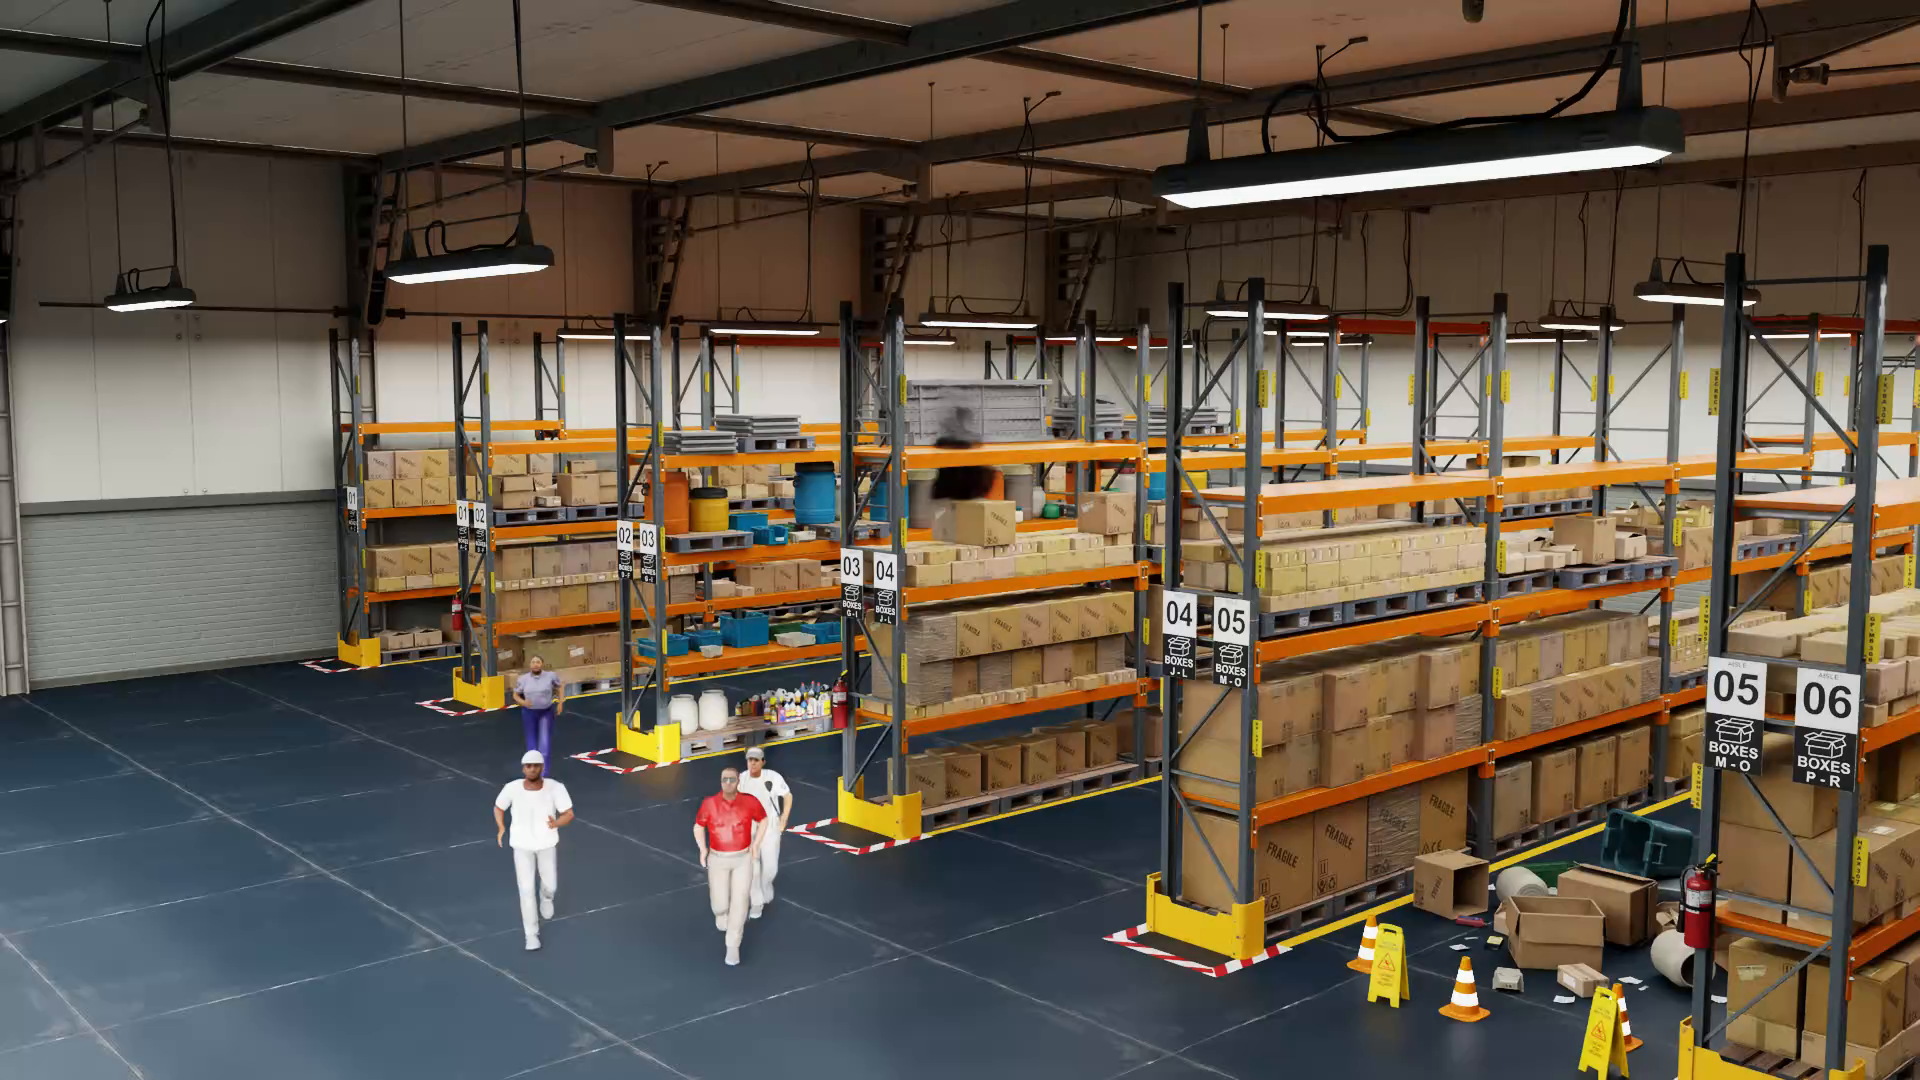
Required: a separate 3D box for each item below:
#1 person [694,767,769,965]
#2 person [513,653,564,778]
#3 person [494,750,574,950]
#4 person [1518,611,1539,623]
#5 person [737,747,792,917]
[{"bbox_3d":[-2.044,2.871,14.905,0.670,1.703,0.732,-1,6,-6],"label":"person"},{"bbox_3d":[-5.349,2.268,21.116,0.622,1.682,0.817,-1,6,-9],"label":"person"},{"bbox_3d":[-3.899,2.788,15.238,0.714,1.746,0.920,-1,6,-14],"label":"person"},{"bbox_3d":[8.585,1.835,24.999,0.683,1.743,0.688,4,7,38],"label":"person"},{"bbox_3d":[-1.923,2.793,15.936,0.611,1.634,0.517,0,6,-2],"label":"person"}]
